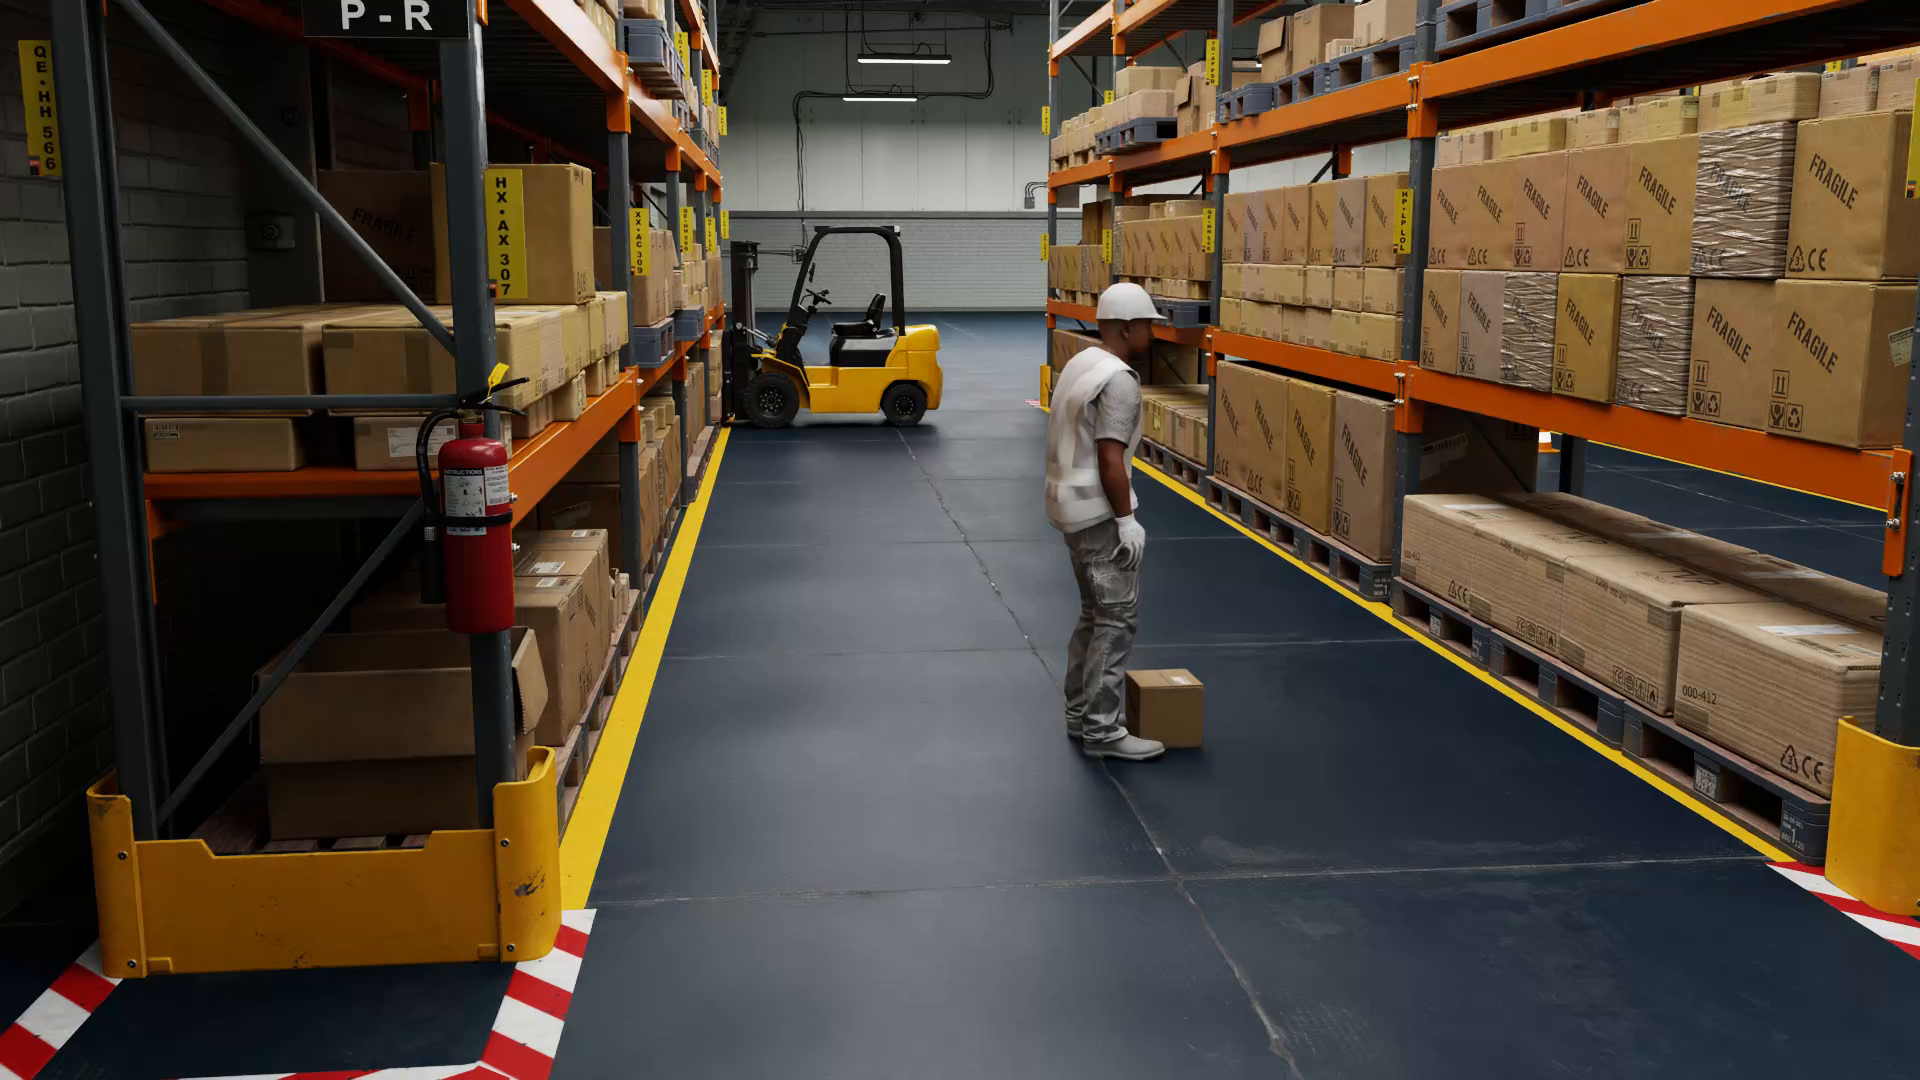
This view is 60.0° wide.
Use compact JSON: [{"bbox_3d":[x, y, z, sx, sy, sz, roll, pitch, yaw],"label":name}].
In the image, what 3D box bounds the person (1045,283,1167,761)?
[{"bbox_3d":[0.561,-0.082,6.346,0.451,1.772,0.619,-2,10,-9],"label":"person"}]
